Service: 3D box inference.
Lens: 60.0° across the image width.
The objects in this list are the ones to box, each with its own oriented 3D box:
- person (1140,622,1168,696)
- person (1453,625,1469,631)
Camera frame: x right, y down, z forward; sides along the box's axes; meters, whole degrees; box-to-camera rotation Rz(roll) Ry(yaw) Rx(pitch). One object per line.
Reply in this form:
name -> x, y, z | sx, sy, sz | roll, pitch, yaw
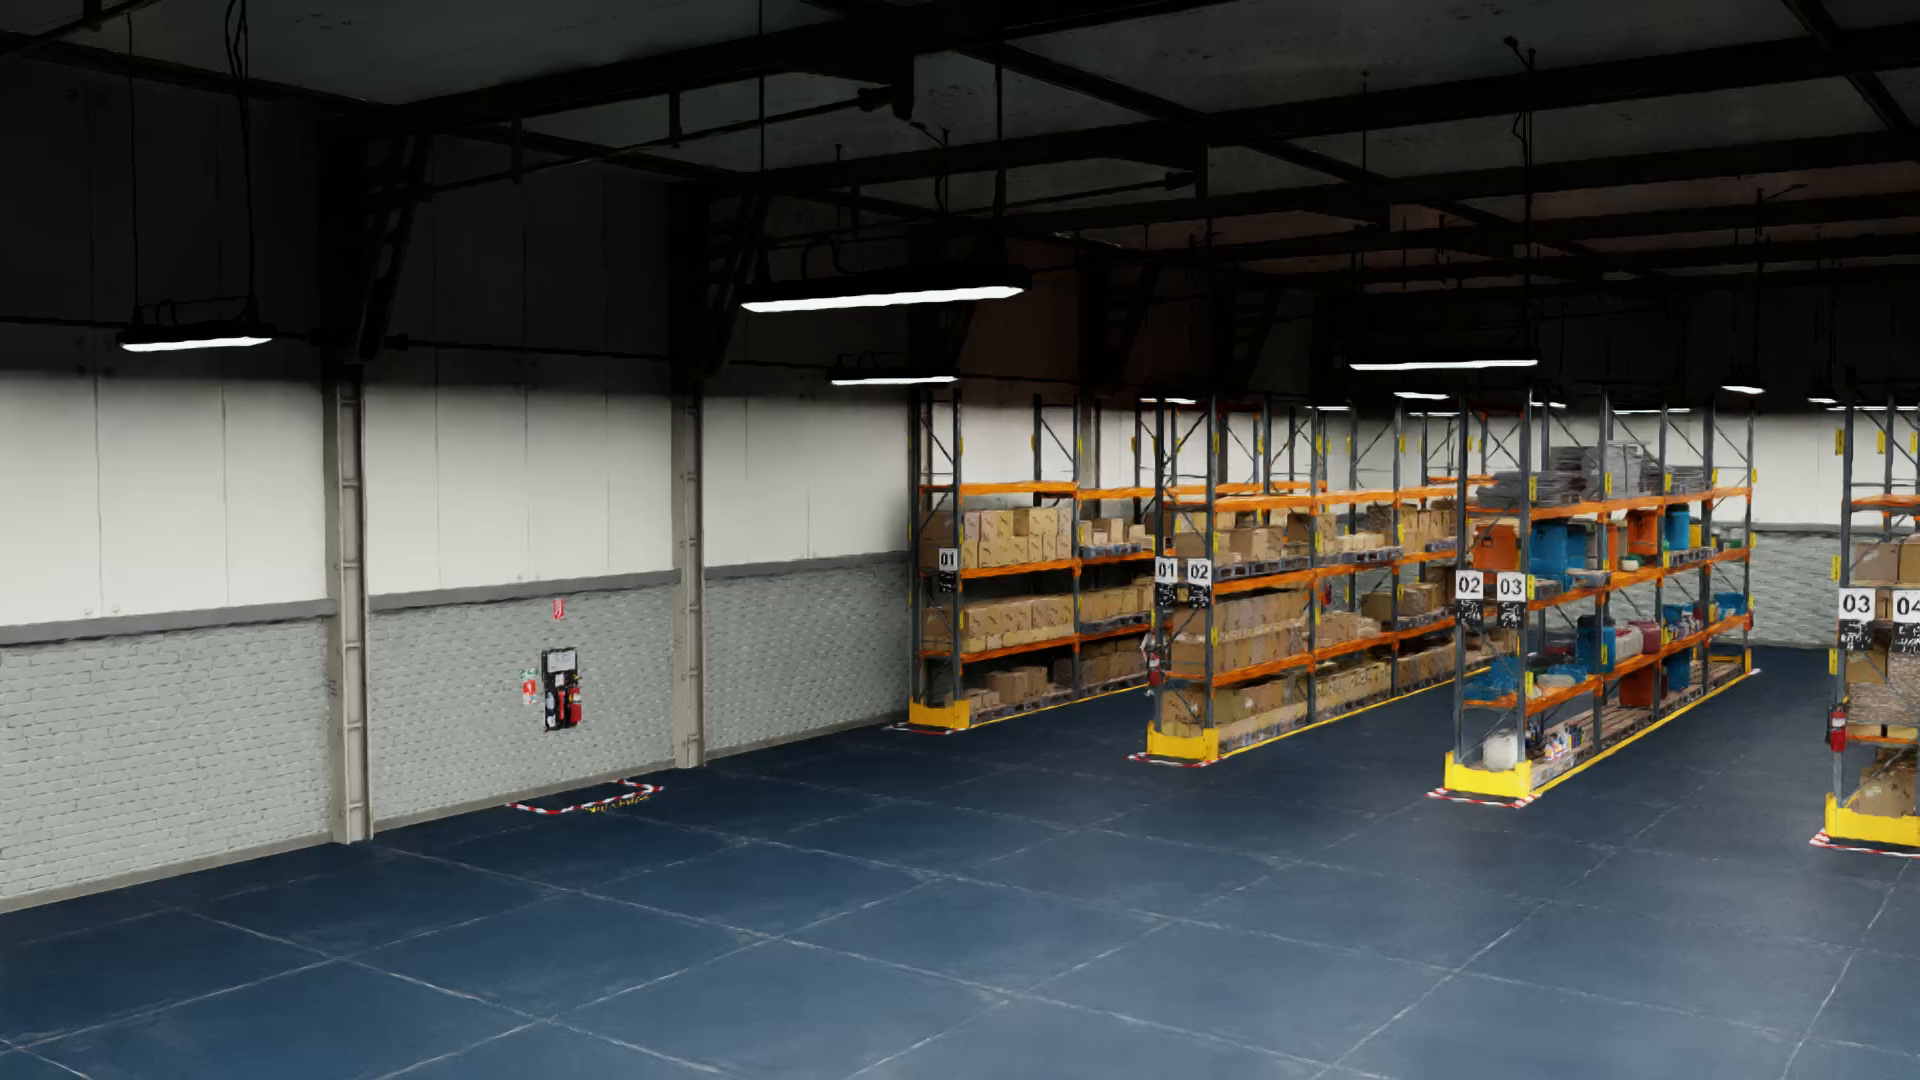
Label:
person -> 3.857, 2.356, 32.818 | 0.562, 1.527, 0.782 | 1, 3, 18
person -> 13.303, 1.638, 43.760 | 0.611, 1.753, 0.575 | 0, 3, 0
